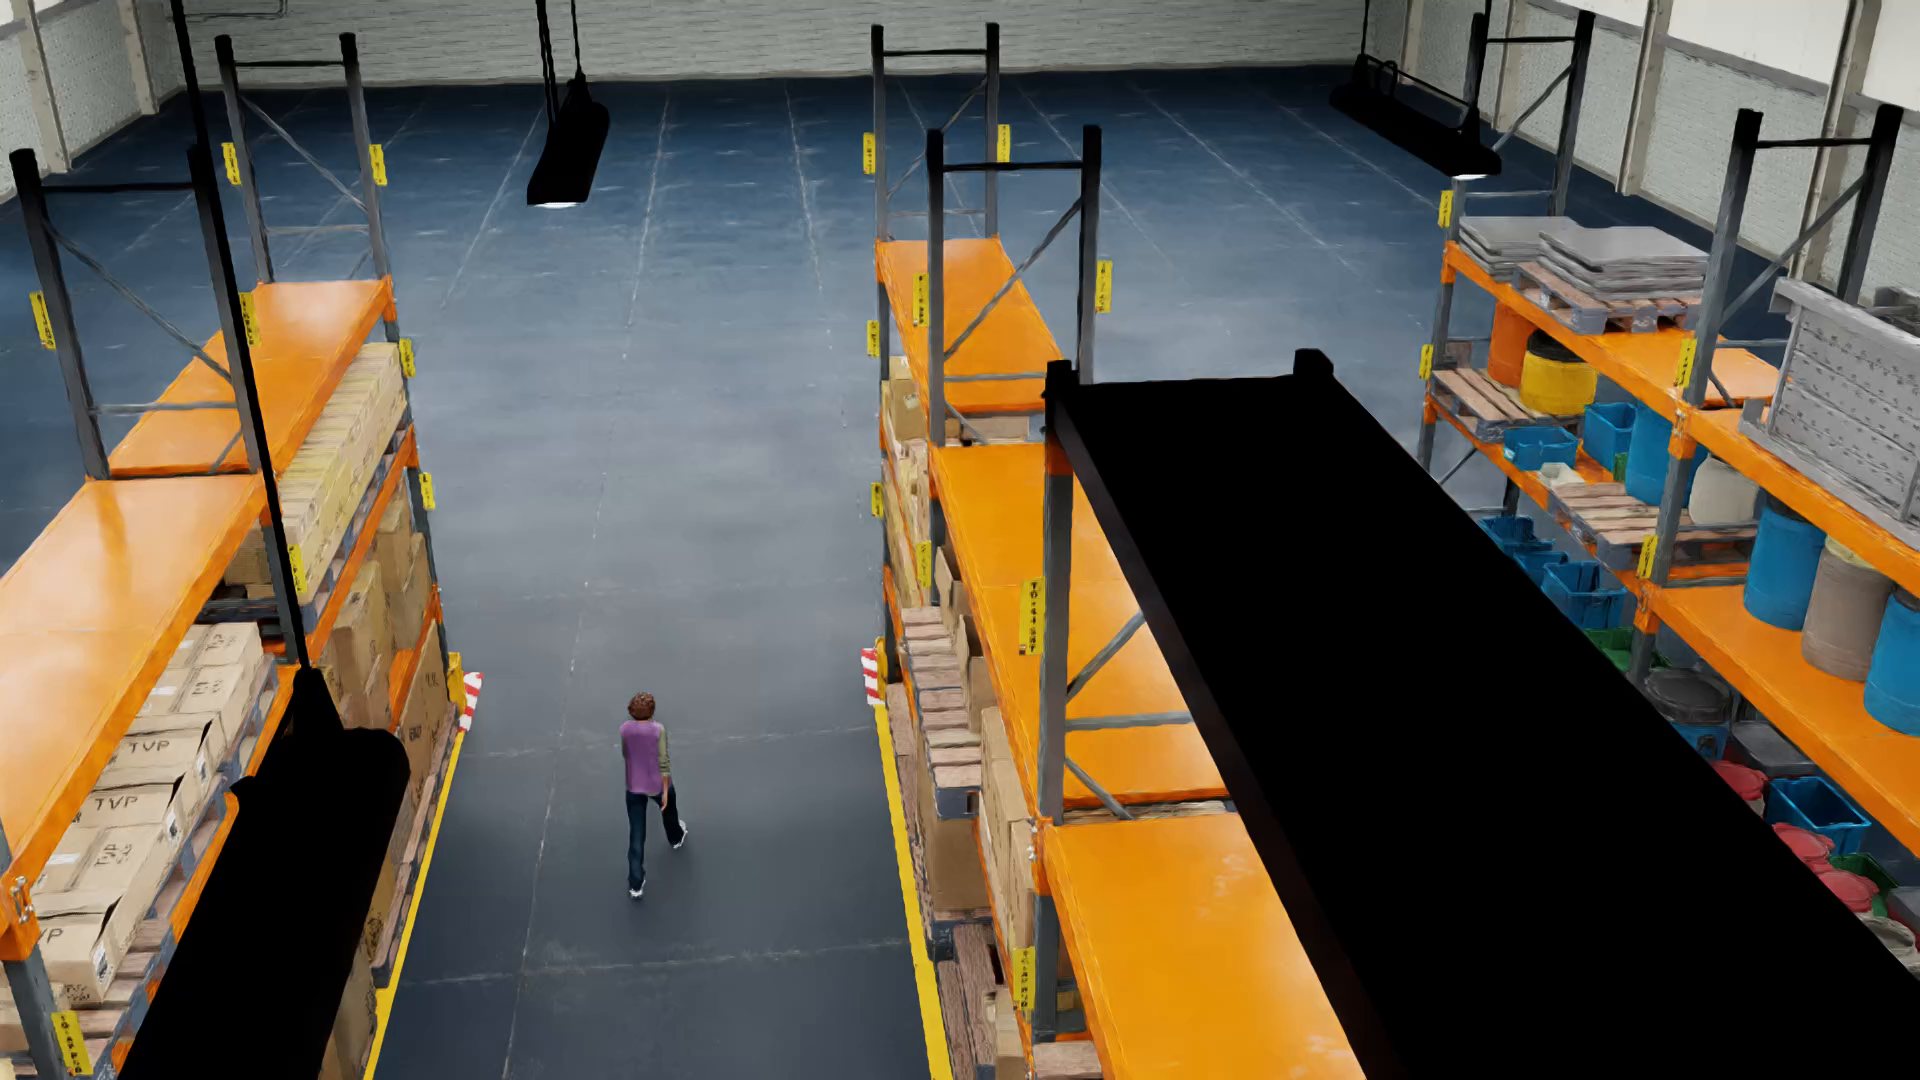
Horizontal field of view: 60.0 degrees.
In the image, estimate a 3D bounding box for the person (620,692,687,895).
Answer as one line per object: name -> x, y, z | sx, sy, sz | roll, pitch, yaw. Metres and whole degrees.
person -> -2.401, 1.910, 12.804 | 0.407, 1.435, 0.962 | 1, 26, 2
